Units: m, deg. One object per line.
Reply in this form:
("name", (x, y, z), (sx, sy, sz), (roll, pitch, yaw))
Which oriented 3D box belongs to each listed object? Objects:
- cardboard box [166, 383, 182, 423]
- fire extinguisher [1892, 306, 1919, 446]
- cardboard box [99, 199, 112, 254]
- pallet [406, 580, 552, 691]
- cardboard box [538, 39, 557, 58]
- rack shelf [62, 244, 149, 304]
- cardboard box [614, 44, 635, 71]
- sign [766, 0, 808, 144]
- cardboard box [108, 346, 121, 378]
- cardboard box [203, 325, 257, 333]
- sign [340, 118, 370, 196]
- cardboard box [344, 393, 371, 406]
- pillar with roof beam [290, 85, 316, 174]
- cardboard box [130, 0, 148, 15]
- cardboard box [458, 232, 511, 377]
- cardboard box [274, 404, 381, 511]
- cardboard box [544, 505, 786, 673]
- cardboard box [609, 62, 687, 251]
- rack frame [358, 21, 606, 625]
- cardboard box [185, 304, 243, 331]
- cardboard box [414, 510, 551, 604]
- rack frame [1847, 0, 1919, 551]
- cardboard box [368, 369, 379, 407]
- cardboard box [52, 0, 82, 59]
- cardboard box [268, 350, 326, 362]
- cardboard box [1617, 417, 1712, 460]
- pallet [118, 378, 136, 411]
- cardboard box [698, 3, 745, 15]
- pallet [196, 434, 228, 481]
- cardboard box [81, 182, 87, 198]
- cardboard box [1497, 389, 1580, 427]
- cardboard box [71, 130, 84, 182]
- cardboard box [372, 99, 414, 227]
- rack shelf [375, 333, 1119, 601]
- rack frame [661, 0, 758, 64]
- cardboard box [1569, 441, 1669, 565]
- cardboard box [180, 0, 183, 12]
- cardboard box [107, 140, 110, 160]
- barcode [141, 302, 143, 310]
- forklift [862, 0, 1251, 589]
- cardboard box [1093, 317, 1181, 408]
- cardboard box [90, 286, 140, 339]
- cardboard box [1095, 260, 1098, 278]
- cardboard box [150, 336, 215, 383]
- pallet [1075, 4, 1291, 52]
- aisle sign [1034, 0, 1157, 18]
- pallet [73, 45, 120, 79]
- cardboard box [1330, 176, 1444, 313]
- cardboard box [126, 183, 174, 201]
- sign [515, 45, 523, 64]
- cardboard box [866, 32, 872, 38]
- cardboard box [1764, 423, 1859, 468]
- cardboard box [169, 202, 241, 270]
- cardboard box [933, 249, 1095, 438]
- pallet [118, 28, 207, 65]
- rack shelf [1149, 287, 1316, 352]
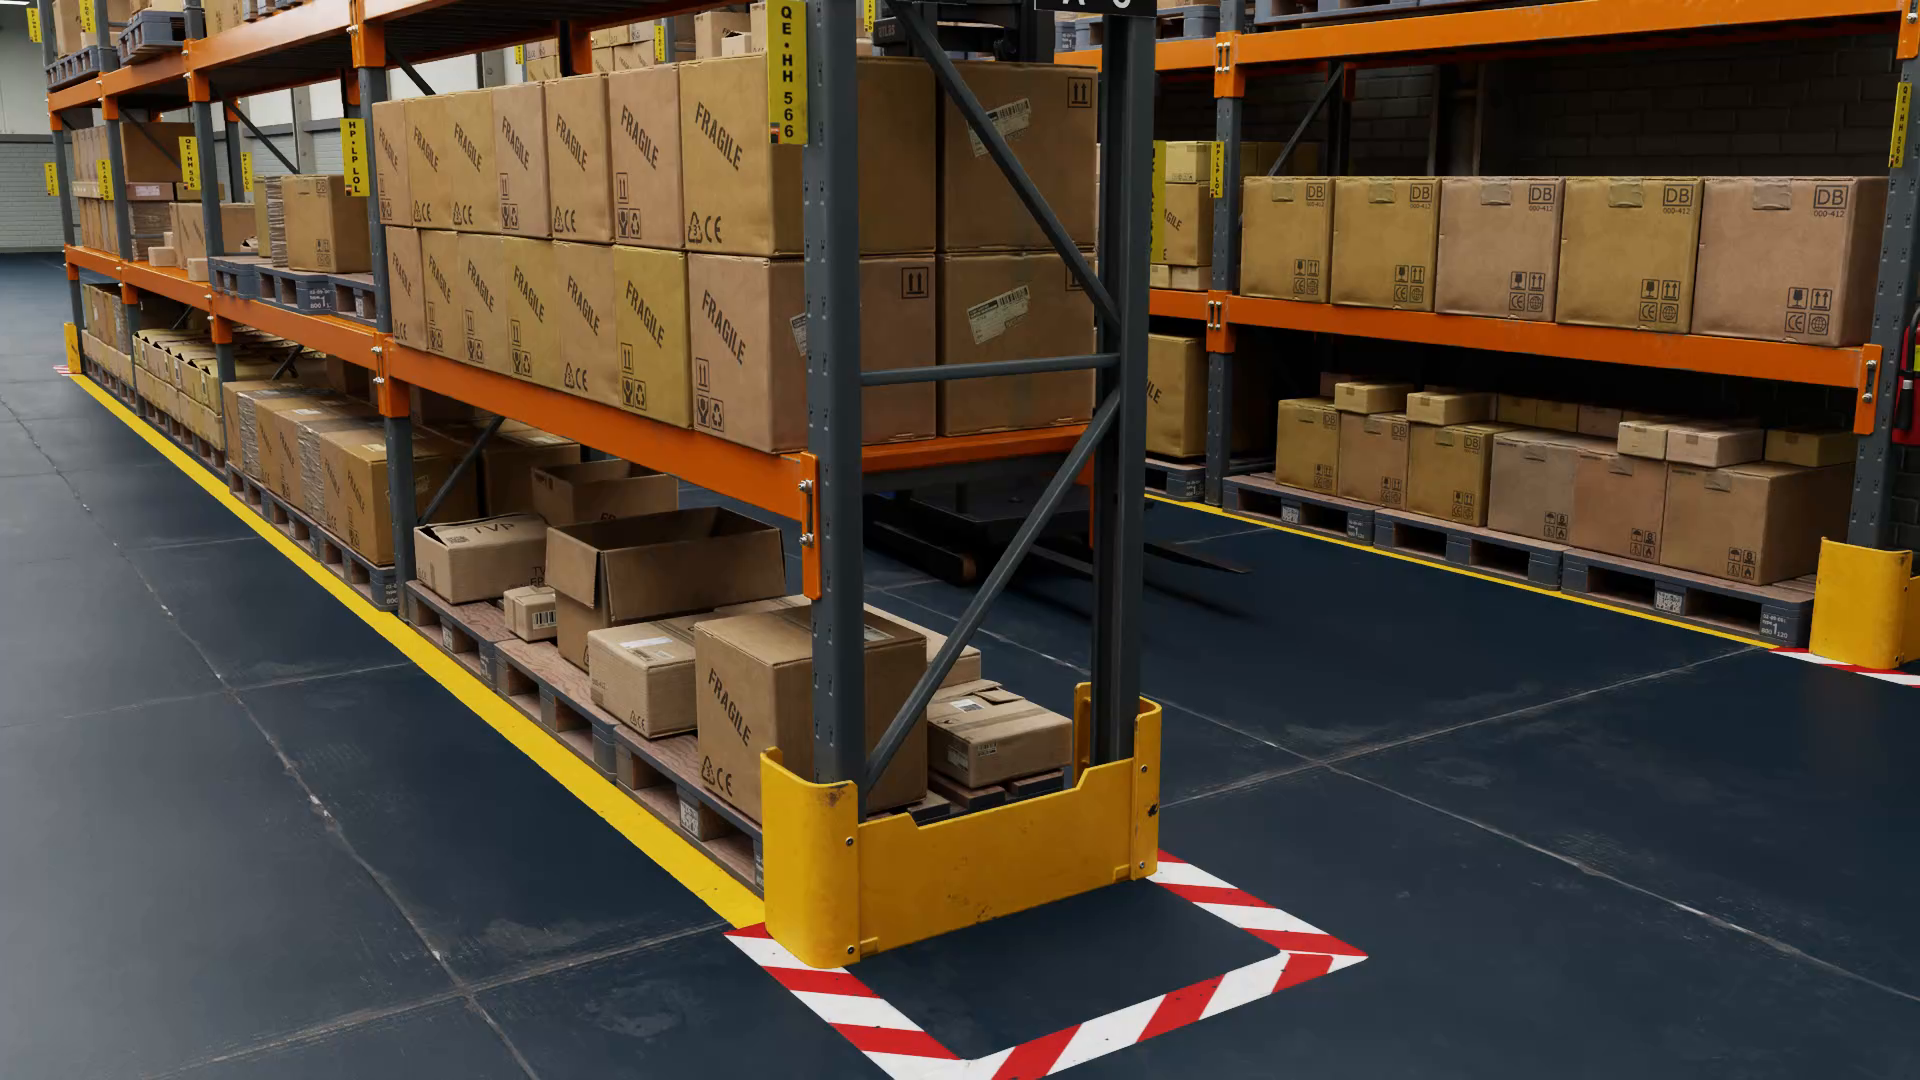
("cardboard box", (-5.711, -1.059, 12.637), (0.500, 0.250, 0.500), (-8, 15, -32))
("fire extinguisher", (3.890, -0.723, 6.702), (0.296, 0.674, 0.183), (-8, 15, -33))
("cardboard box", (-7.688, -2.973, 15.699), (0.700, 0.500, 0.500), (-8, 14, -31))
("pallet", (-1.768, 0.336, 7.334), (1.003, 0.211, 1.213), (-8, 15, -33))
("cardboard box", (-4.428, -5.690, 18.718), (0.500, 0.500, 0.500), (-8, 15, -33))
("rack shelf", (-7.688, -2.576, 15.804), (1.077, 0.370, 4.000), (-8, 15, -33))
("cardboard box", (-3.214, -4.835, 17.147), (0.500, 0.500, 0.500), (-10, 16, -37))
("sign", (-0.405, -1.096, 3.900), (0.100, 0.325, 0.005), (-8, 15, -33))
("cardboard box", (-7.577, -1.668, 15.419), (0.500, 0.250, 0.500), (-8, 15, -33))
("cardboard box", (-6.117, -1.670, 14.116), (0.500, 0.311, 0.500), (-8, 15, -33))
("sign", (-2.608, -1.648, 7.168), (0.100, 0.325, 0.005), (-8, 15, -33))
("cardboard box", (-3.364, -0.624, 10.013), (0.500, 0.500, 0.500), (-9, 15, -35))
("pillar with roof beam", (-17.123, -9.471, 31.605), (9.100, 9.000, 0.400), (-8, 15, -33))
("cardboard box", (-6.271, -4.421, 13.148), (0.500, 0.500, 0.500), (-8, 15, -32))
("cardboard box", (-1.531, -0.895, 6.199), (0.500, 0.500, 0.500), (-8, 15, -33))
("cardboard box", (-3.488, -0.465, 9.288), (0.500, 0.500, 0.500), (-9, 15, -35))
("cardboard box", (-1.103, 0.189, 6.289), (0.797, 0.503, 0.637), (-8, 15, -33))
("cardboard box", (-0.688, -1.111, 4.848), (0.500, 0.500, 0.500), (-8, 14, -31))
("rack frame", (-2.148, -1.149, 7.595), (1.000, 3.000, 0.127), (-8, 15, -33))
("cardboard box", (-6.577, -1.920, 14.816), (0.500, 0.500, 0.500), (-8, 15, -33))
("cardboard box", (-2.095, 0.050, 7.377), (0.500, 0.311, 0.500), (-8, 15, -33))
("rack frame", (4.190, -1.025, 7.026), (1.000, 3.000, 0.127), (-8, 15, -33))
("cardboard box", (-3.045, -0.891, 9.481), (0.500, 0.250, 0.500), (-8, 15, -34))
("cardboard box", (-8.104, -4.743, 15.464), (0.500, 0.500, 0.500), (-8, 15, -33))
("cardboard box", (-4.708, -1.217, 12.044), (0.500, 0.311, 0.500), (-9, 15, -34))
("cardboard box", (3.354, -0.485, 7.907), (0.380, 0.149, 0.250), (-8, 14, -31))
("pallet", (-6.986, -1.356, 15.068), (1.003, 0.211, 1.213), (-8, 15, -33))
("cardboard box", (-2.492, -5.292, 16.898), (0.500, 0.500, 0.500), (-8, 15, -32))
("pallet", (-4.788, -0.649, 11.836), (1.003, 0.211, 1.213), (-8, 15, -33))
("cardboard box", (-8.335, -3.417, 16.215), (0.380, 0.149, 0.250), (-8, 15, -34))
("cardboard box", (3.111, -0.710, 8.937), (0.380, 0.149, 0.250), (-8, 15, -34))
("cardboard box", (-8.519, -3.872, 16.775), (0.700, 0.500, 0.500), (-8, 15, -33))
("cardboard box", (-2.121, -1.569, 6.942), (0.500, 0.500, 0.500), (-8, 14, -31))
("rack shelf", (-1.040, -0.442, 6.045), (1.077, 0.370, 4.000), (-8, 15, -33))
("rack frame", (-2.458, -6.090, 16.144), (1.000, 3.000, 0.127), (-8, 15, -33))
("cardboard box", (3.442, -0.210, 8.170), (0.700, 0.500, 0.500), (-8, 15, -33))
("cardboard box", (-4.968, -3.623, 11.254), (0.500, 0.250, 0.500), (-8, 14, -31))
("cardboard box", (-7.112, -3.422, 14.719), (0.700, 0.500, 0.500), (-8, 15, -33))
("barcode", (-6.785, -1.940, 13.785), (0.001, 0.075, 0.075), (-8, 15, -33))
("forklift", (0.308, -1.316, 8.518), (1.130, 2.935, 3.031), (-7, 14, -29))
("cardboard box", (1.011, -1.149, 11.643), (0.750, 0.750, 0.750), (-8, 14, -31))
("cardboard box", (-8.118, -2.214, 16.161), (0.500, 0.500, 0.500), (-8, 15, -33))
("cardboard box", (1.090, -1.783, 11.036), (0.380, 0.149, 0.250), (-8, 15, -33))
("cardboard box", (-5.998, -1.423, 12.989), (0.500, 0.311, 0.500), (-9, 15, -35))
("pallet", (1.425, -3.265, 10.698), (0.805, 0.209, 1.217), (-9, 15, -35))
("aisle sign", (0.351, -1.730, 4.167), (0.394, 0.787, 0.004), (-8, 15, -33))
("pallet", (-7.074, -4.143, 14.470), (1.003, 0.211, 1.213), (-8, 15, -33))
("cardboard box", (2.661, -1.654, 9.200), (0.980, 0.700, 0.700), (-9, 15, -34))
("cardboard box", (-6.909, -2.961, 14.126), (0.380, 0.149, 0.250), (-8, 15, -33))
("sign", (-5.126, -5.698, 19.331), (0.100, 0.325, 0.005), (-8, 15, -33))
("cardboard box", (-0.450, -4.127, 13.909), (0.500, 0.500, 0.500), (-8, 15, -33))
("cardboard box", (3.955, -0.440, 7.701), (0.380, 0.149, 0.250), (-8, 15, -32))
("cardboard box", (-5.876, -2.388, 13.028), (0.500, 0.500, 0.500), (-7, 14, -29))
("cardboard box", (0.042, -0.597, 4.835), (0.500, 0.500, 0.500), (-8, 15, -32))
("pallet", (-5.437, -3.542, 11.959), (1.003, 0.211, 1.213), (-7, 14, -30))
("rack shelf", (0.866, -1.740, 11.982), (1.077, 0.370, 4.000), (-8, 15, -33))
